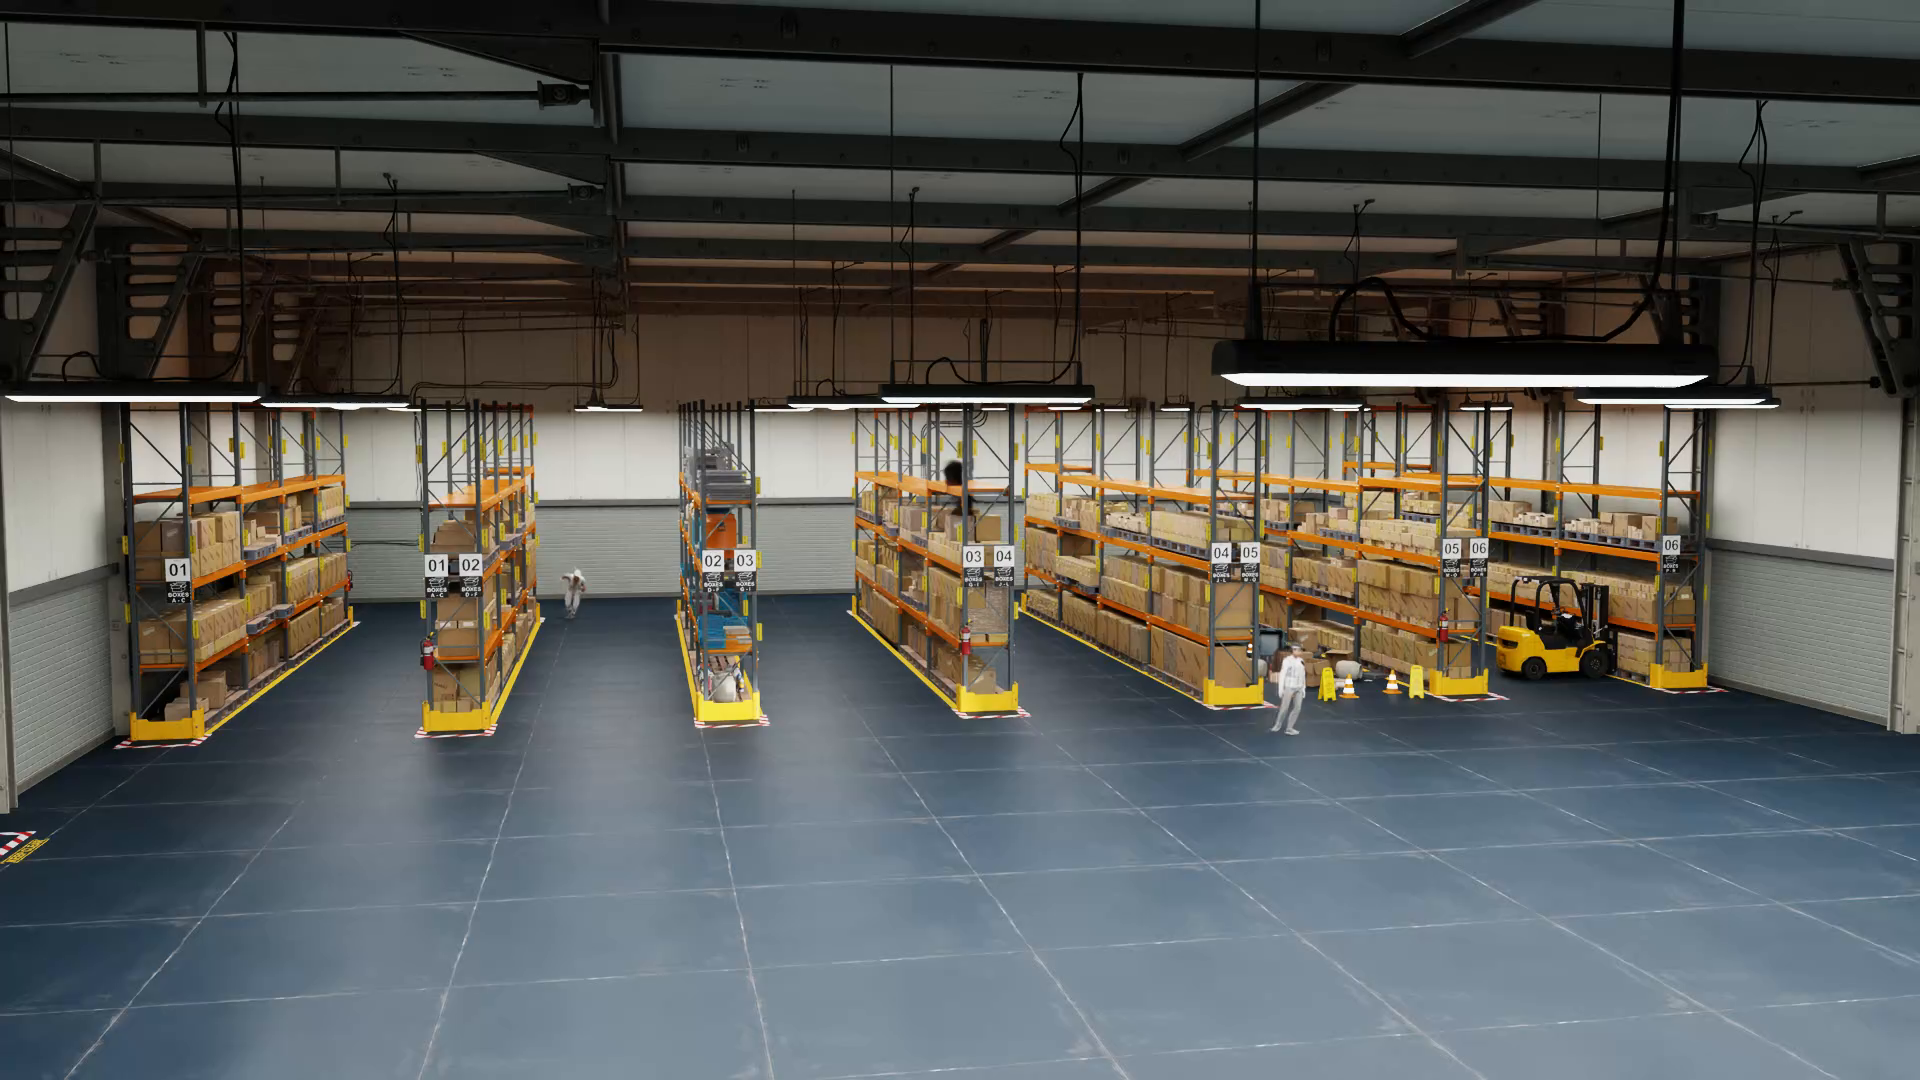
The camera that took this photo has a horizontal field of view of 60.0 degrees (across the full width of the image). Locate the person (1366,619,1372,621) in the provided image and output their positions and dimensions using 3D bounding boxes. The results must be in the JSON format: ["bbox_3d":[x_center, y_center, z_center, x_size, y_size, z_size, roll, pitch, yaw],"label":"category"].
[{"bbox_3d":[10.700,1.737,42.798,0.662,1.483,0.980,-2,5,-25],"label":"person"}]

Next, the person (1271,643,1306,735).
[{"bbox_3d":[5.886,2.655,29.755,0.597,1.652,0.482,-2,5,-29],"label":"person"}]

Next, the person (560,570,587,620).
[{"bbox_3d":[-10.721,1.516,46.143,0.689,1.432,1.011,-1,4,-15],"label":"person"}]
